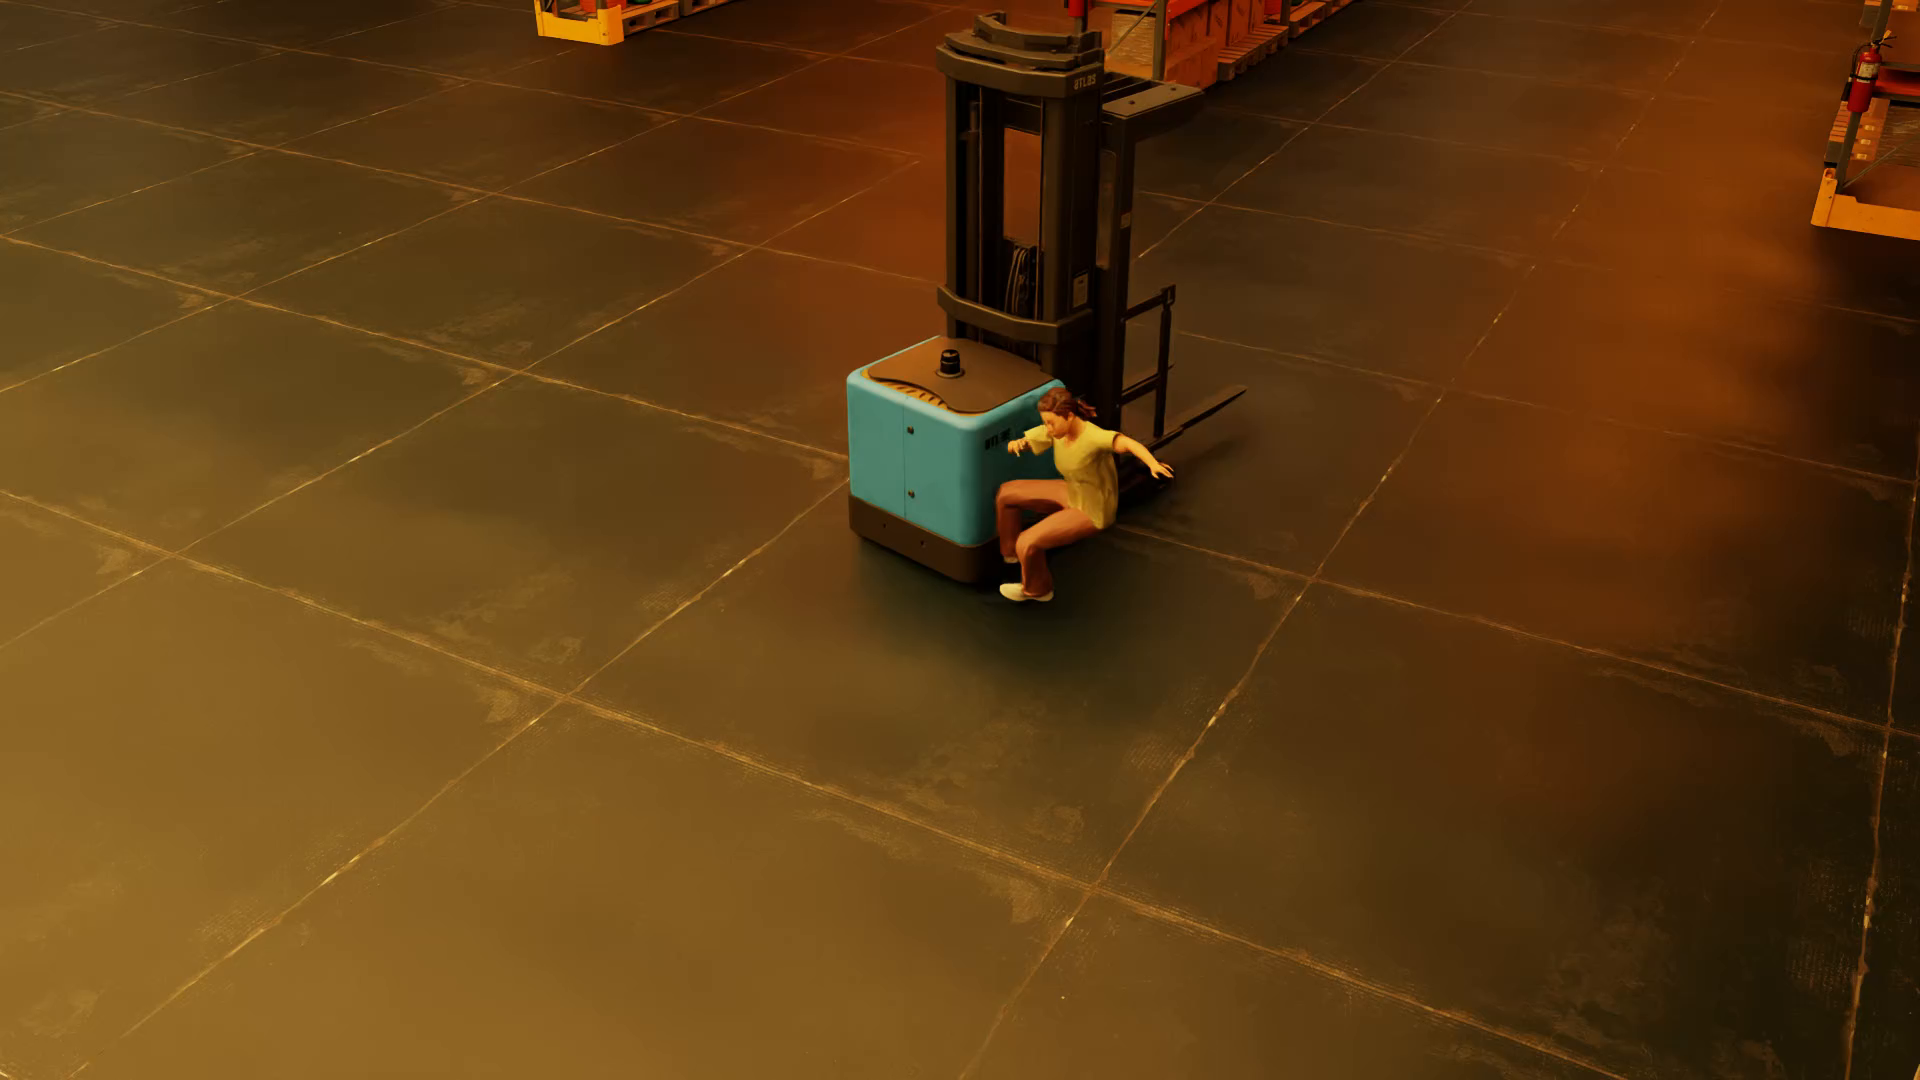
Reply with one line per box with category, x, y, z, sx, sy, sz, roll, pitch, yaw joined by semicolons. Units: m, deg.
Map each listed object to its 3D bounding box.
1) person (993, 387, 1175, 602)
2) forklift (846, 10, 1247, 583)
person;0.580;-0.177;8.903;0.627;1.309;1.378;-14;33;-23
forklift;0.698;-1.674;9.971;1.130;2.935;3.031;25;38;36
